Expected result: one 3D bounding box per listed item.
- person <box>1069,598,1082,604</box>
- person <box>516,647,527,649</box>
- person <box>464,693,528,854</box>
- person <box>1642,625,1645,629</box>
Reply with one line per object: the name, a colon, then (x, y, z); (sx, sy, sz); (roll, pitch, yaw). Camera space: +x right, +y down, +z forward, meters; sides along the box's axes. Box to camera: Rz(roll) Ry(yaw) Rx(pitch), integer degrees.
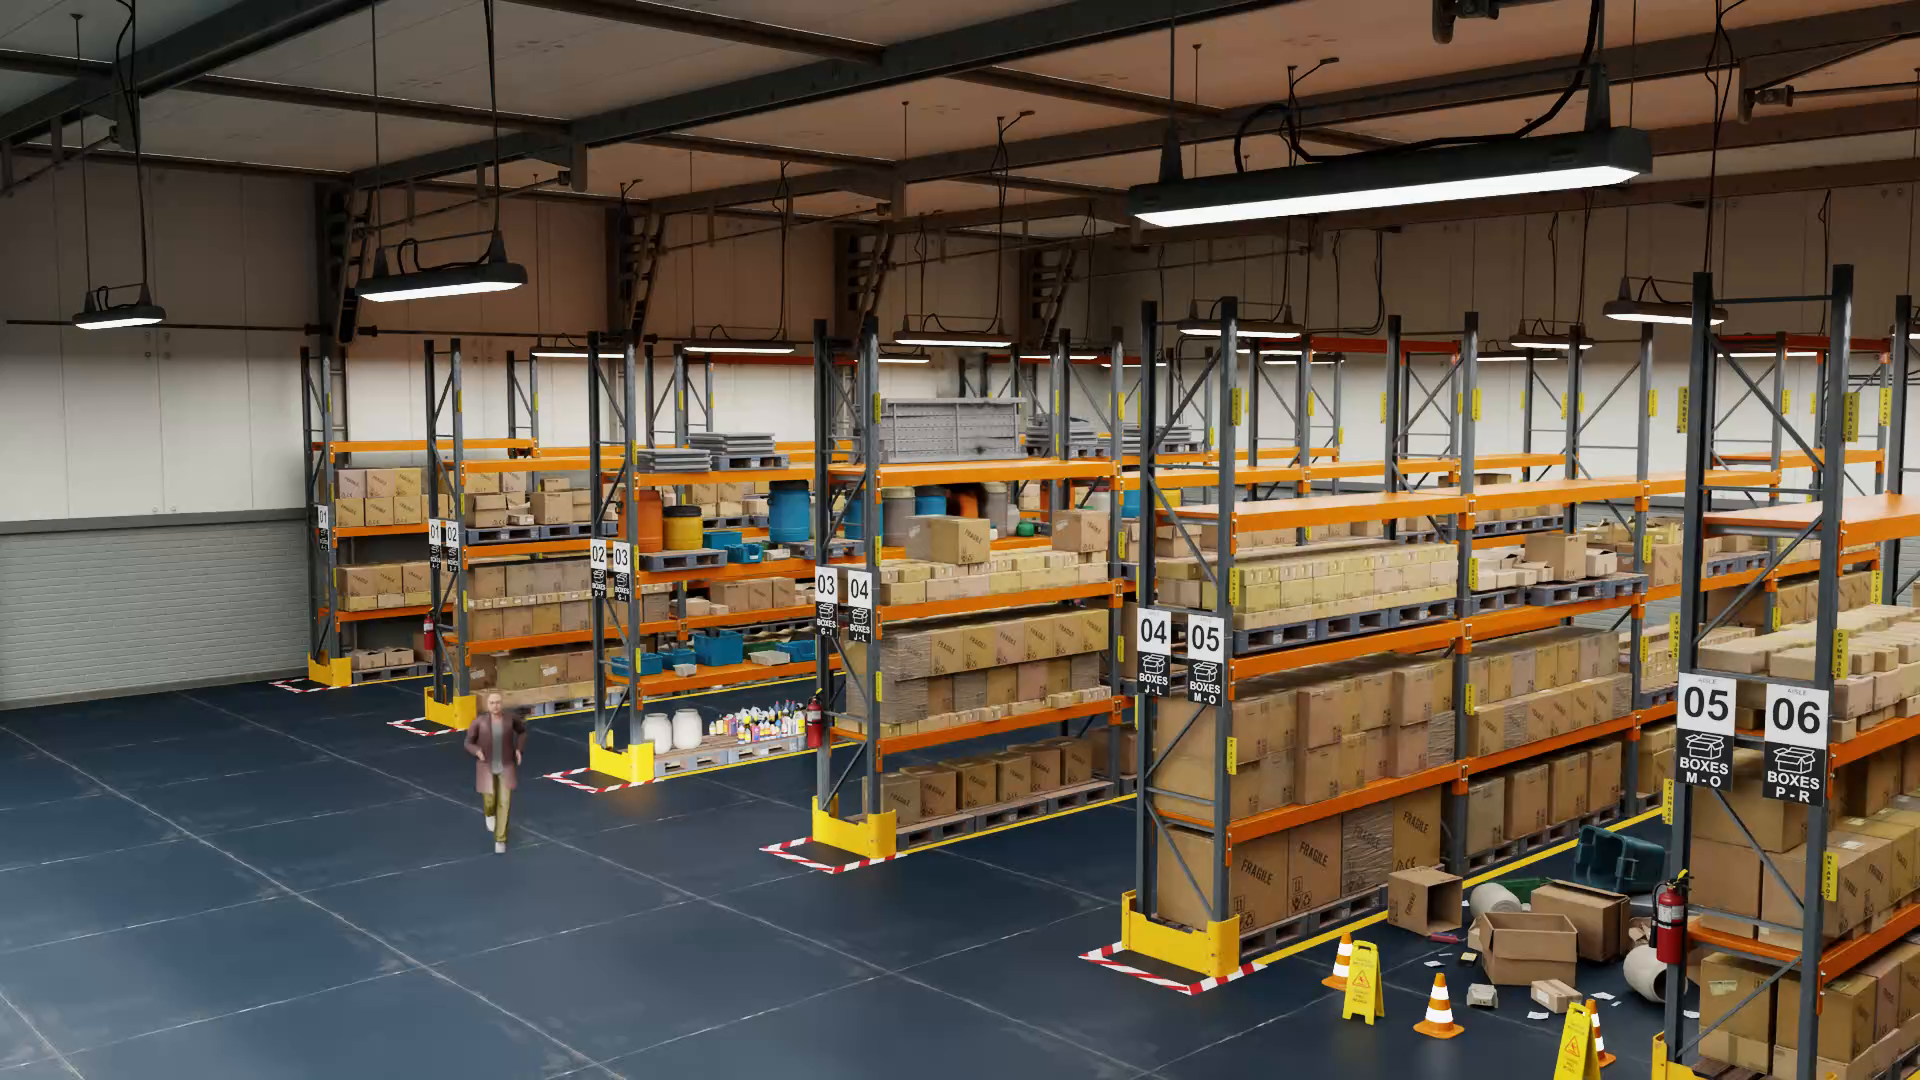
person: (2.238, 1.439, 32.530); (0.672, 1.701, 0.953); (4, 6, 37)
person: (-7.465, 1.841, 28.556); (0.549, 1.624, 0.558); (4, 6, 38)
person: (-5.259, 2.608, 18.898); (0.712, 1.756, 1.031); (-2, 5, -18)
person: (10.341, 2.110, 25.281); (0.758, 1.716, 0.668); (-4, 6, -39)
